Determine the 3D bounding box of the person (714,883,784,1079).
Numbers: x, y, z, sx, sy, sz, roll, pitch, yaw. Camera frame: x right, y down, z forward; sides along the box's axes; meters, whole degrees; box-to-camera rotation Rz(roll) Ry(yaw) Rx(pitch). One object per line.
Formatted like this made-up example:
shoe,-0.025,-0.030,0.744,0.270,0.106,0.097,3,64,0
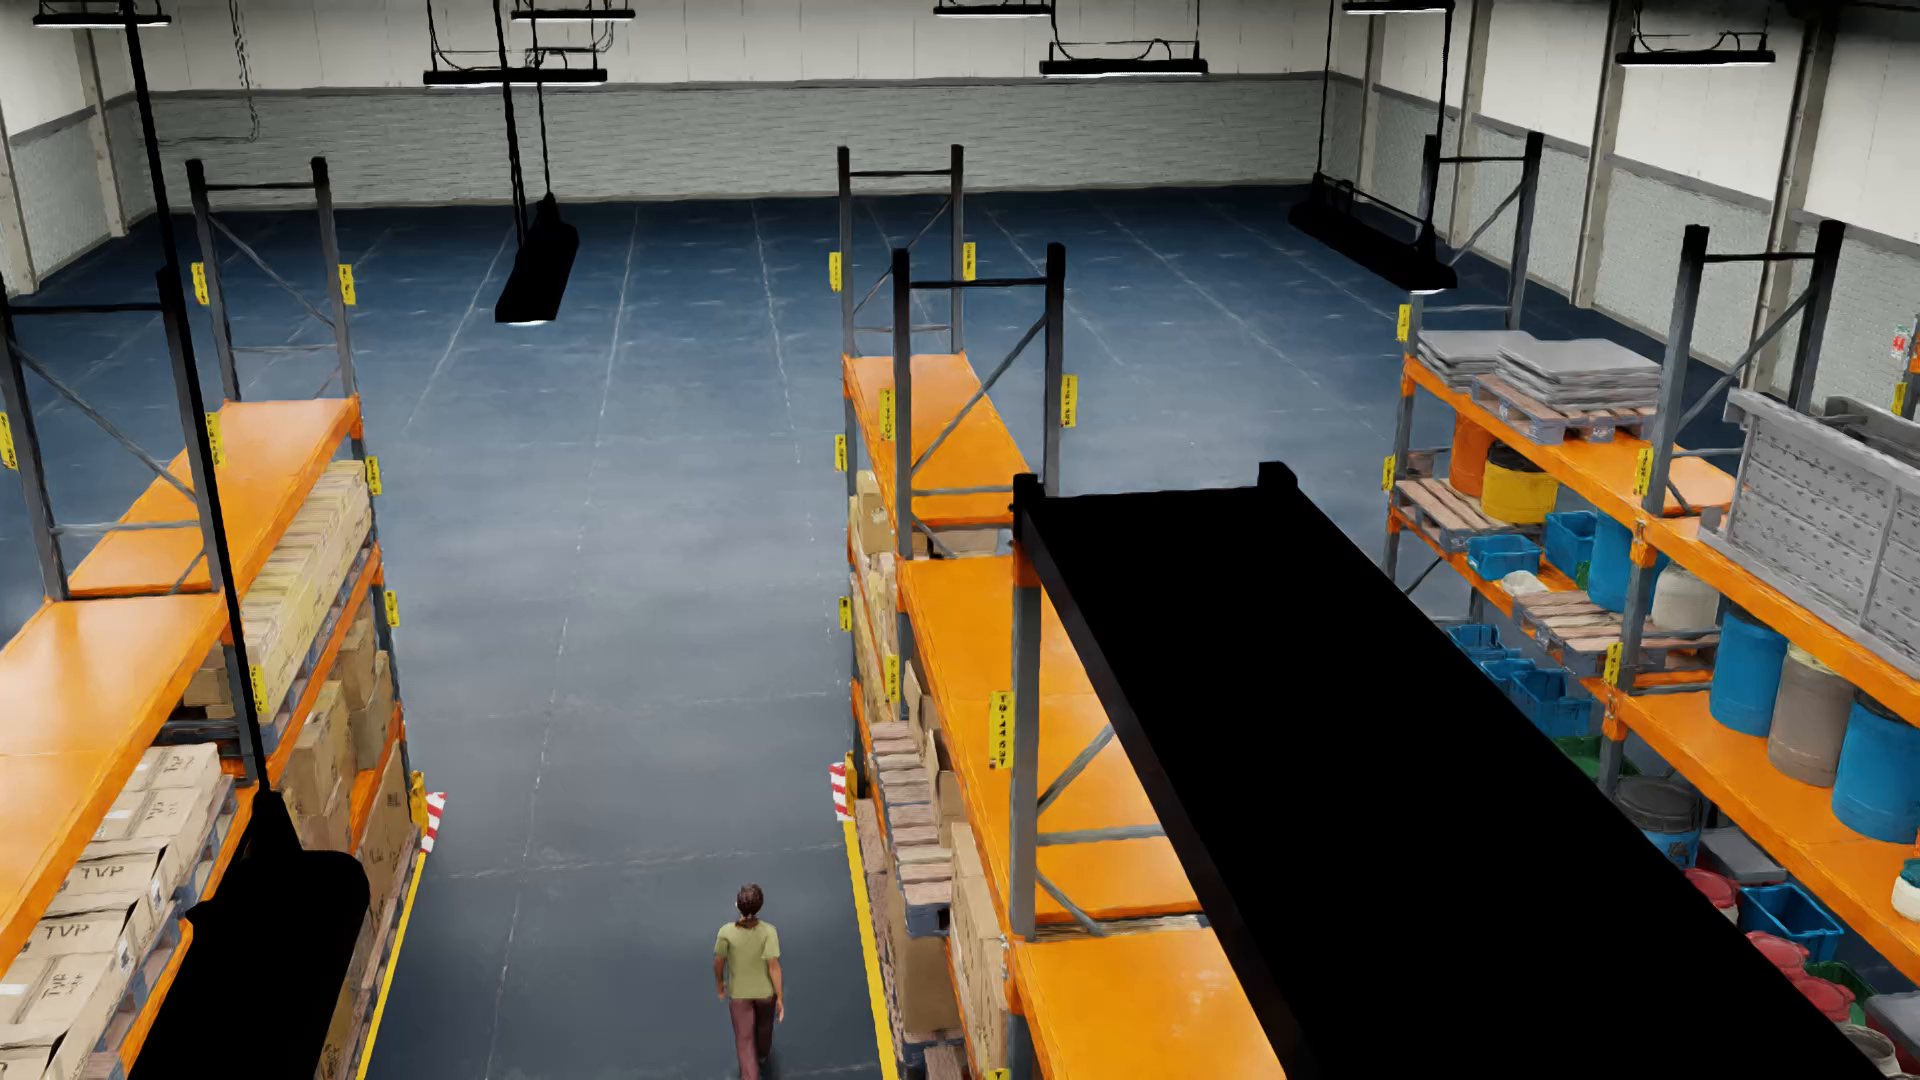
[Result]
person,-1.468,3.120,11.558,0.458,1.612,1.019,-4,22,-9
